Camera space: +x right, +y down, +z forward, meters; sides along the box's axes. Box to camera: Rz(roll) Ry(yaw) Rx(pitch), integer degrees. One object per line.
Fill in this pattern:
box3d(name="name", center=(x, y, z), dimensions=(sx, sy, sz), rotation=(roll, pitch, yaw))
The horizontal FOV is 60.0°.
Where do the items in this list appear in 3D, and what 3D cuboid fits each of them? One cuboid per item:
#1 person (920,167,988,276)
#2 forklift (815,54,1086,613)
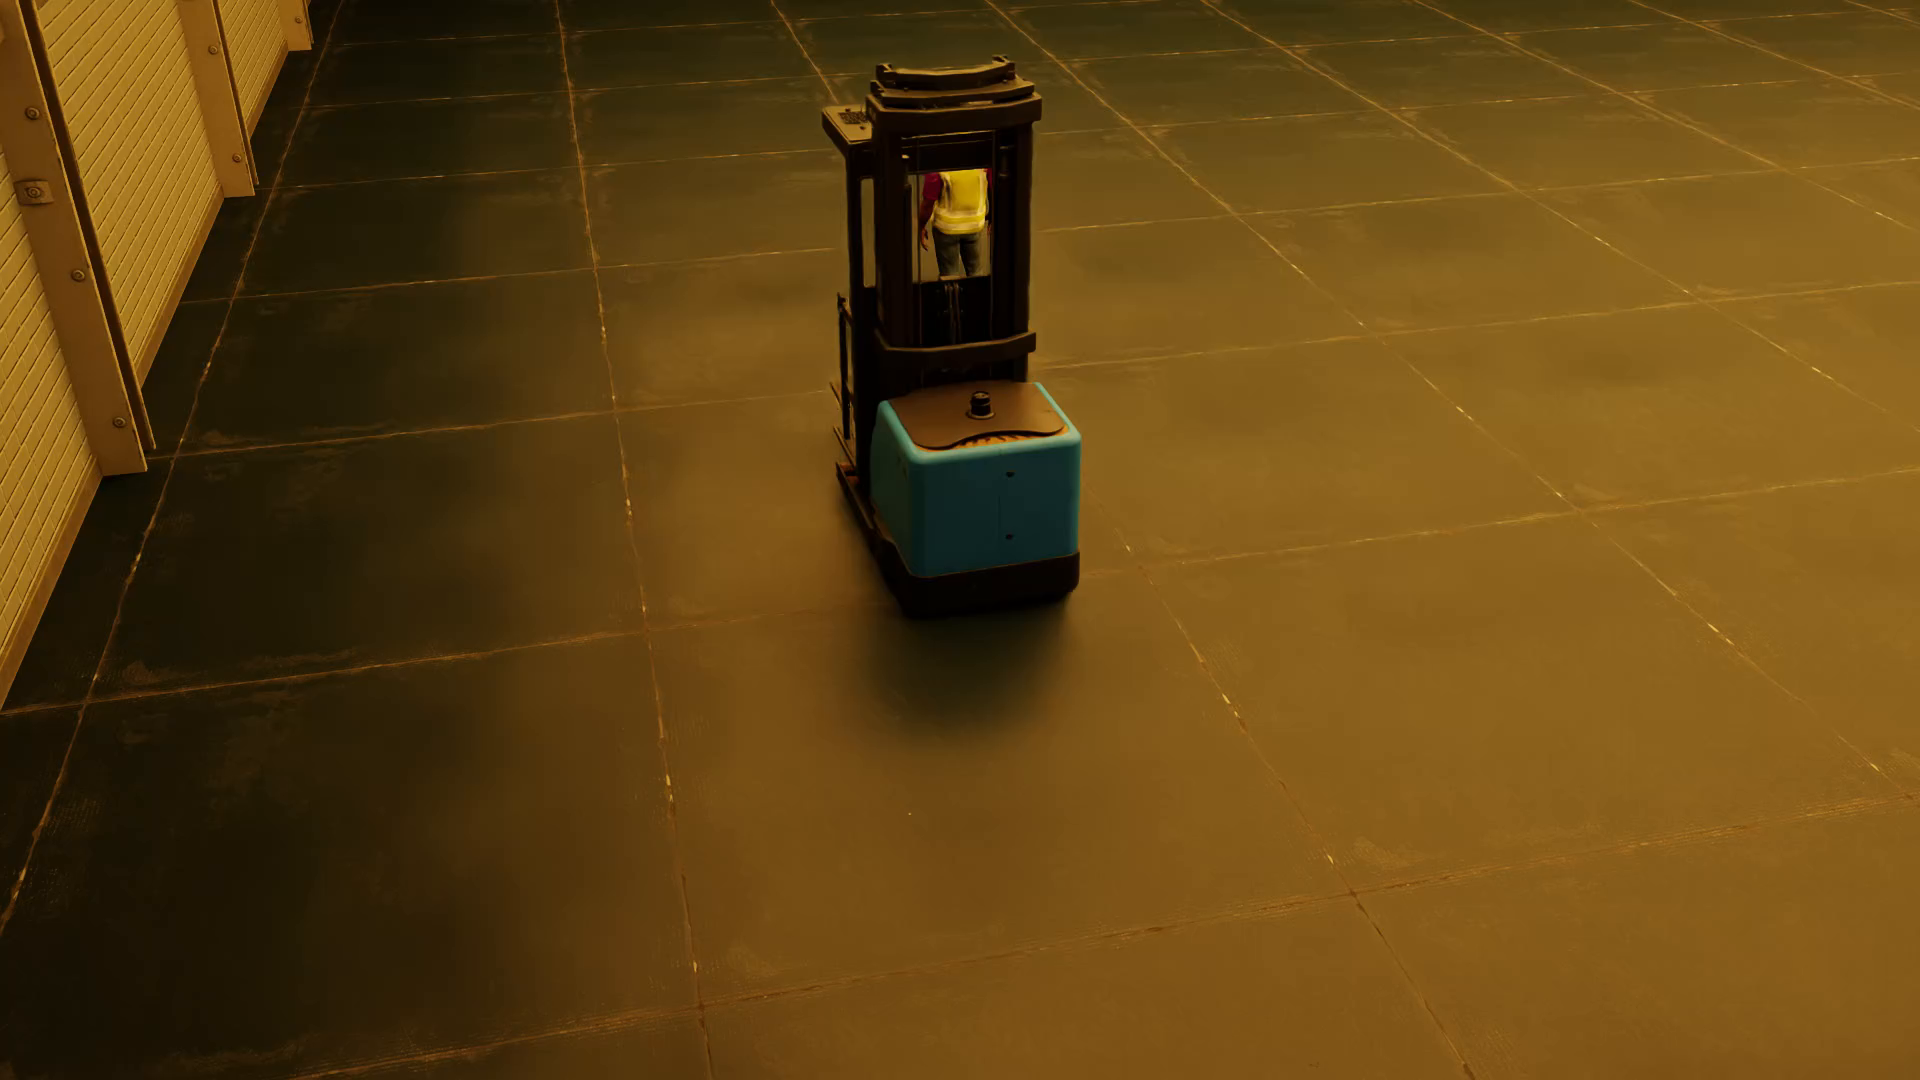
box3d(name="person", center=(-0.044, -2.498, 13.041), dimensions=(0.665, 1.768, 0.568), rotation=(-12, 32, -19))
box3d(name="forklift", center=(-0.223, -1.569, 10.285), dimensions=(1.130, 2.935, 3.031), rotation=(-10, 31, -16))
